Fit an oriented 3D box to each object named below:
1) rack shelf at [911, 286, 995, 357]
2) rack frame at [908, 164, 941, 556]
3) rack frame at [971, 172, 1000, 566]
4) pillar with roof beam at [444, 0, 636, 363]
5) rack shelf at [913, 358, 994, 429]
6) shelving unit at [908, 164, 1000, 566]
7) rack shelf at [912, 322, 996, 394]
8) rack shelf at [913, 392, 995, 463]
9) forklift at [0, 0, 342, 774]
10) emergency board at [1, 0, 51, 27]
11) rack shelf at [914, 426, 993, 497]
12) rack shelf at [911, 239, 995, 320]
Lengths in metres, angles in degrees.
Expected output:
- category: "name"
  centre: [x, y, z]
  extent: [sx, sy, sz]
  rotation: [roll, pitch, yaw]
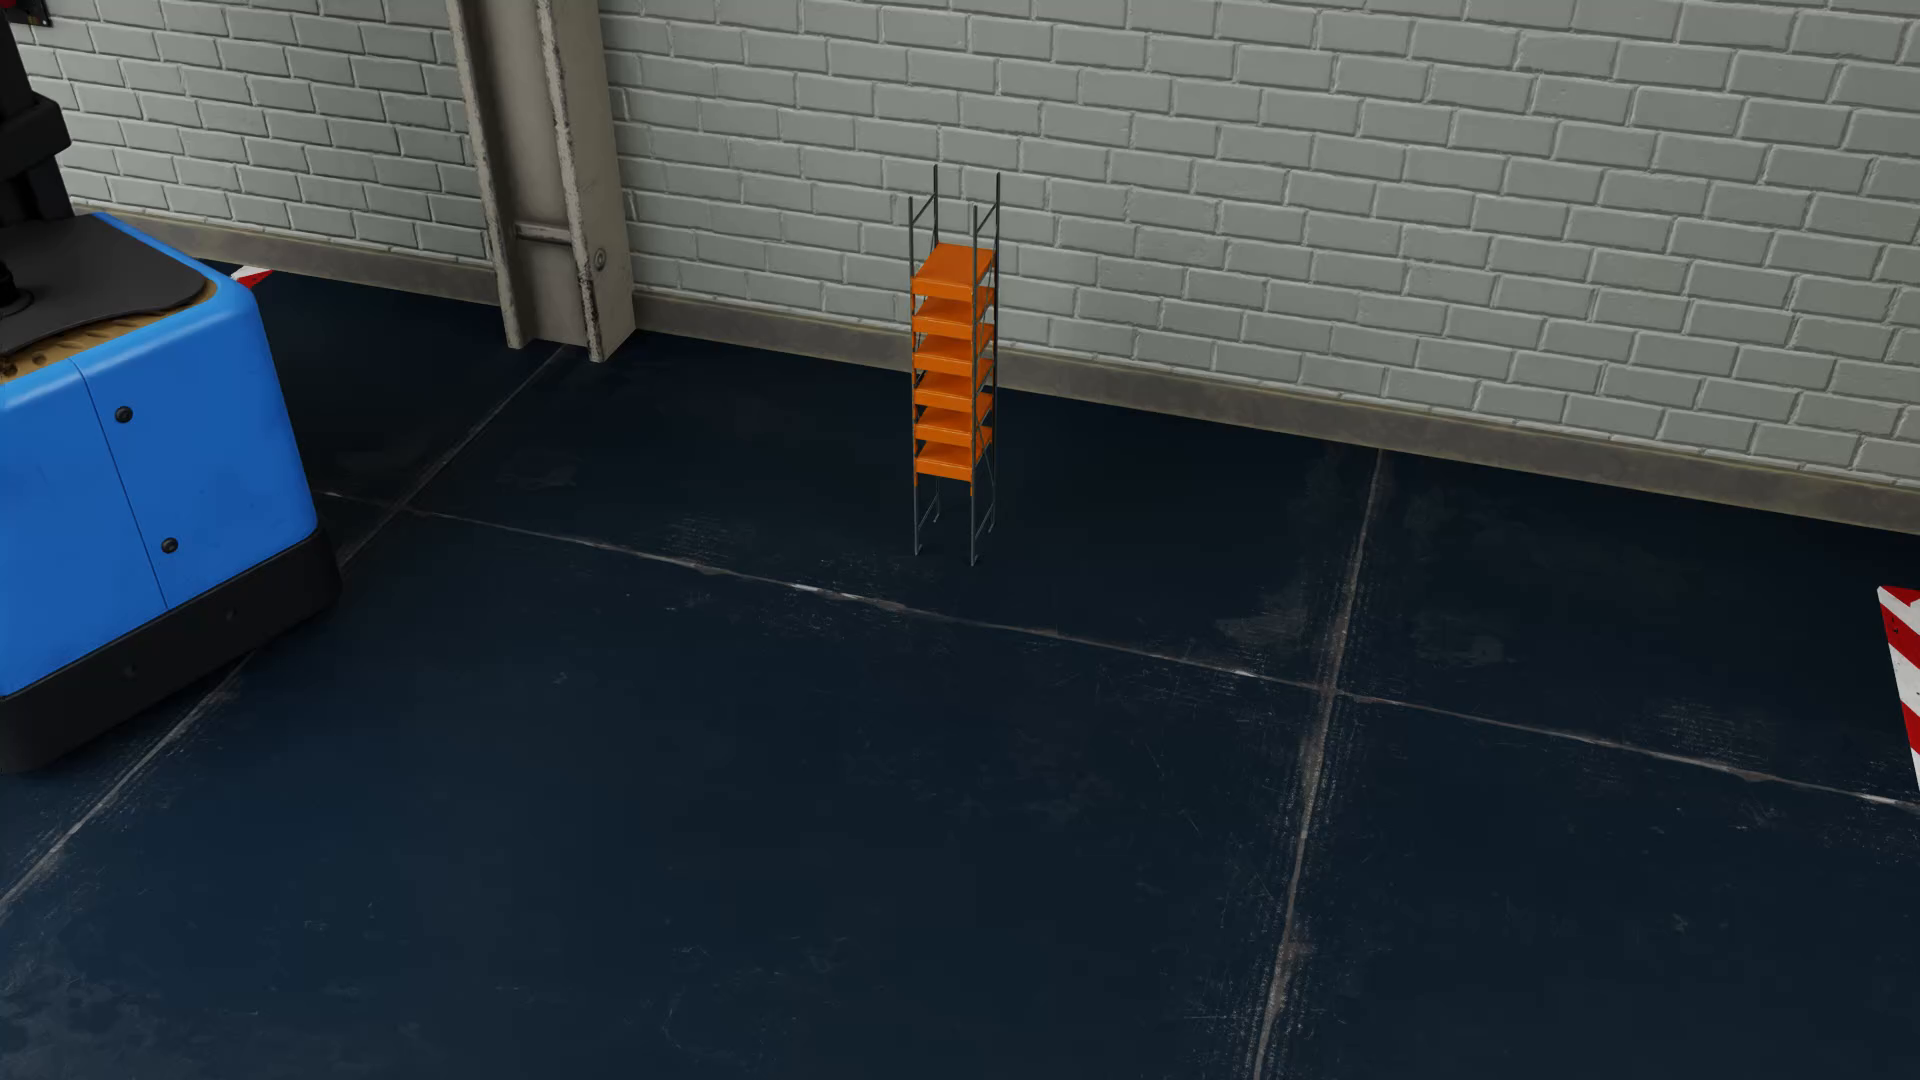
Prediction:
- category: "rack shelf"
  centre: [-0.014, -0.643, 4.782]
  extent: [0.180, 0.103, 0.258]
  rotation: [10, 38, 14]
- category: "rack frame"
  centre: [-0.101, -0.502, 4.920]
  extent: [0.006, 1.200, 0.240]
  rotation: [10, 38, 14]
- category: "rack frame"
  centre: [0.074, -0.470, 4.876]
  extent: [0.006, 1.200, 0.240]
  rotation: [10, 38, 14]
- category: "pillar with roof beam"
  centre: [-2.746, -1.965, 0.328]
  extent: [0.400, 9.000, 9.100]
  rotation: [10, 38, 14]
- category: "rack shelf"
  centre: [-0.014, -0.450, 4.924]
  extent: [0.180, 0.103, 0.258]
  rotation: [10, 38, 14]
- category: "shelving unit"
  centre: [-0.014, -0.486, 4.898]
  extent: [0.189, 1.200, 0.258]
  rotation: [10, 38, 14]
- category: "rack shelf"
  centre: [-0.014, -0.547, 4.853]
  extent: [0.180, 0.103, 0.258]
  rotation: [10, 38, 14]
- category: "rack shelf"
  centre: [-0.014, -0.353, 4.995]
  extent: [0.180, 0.103, 0.258]
  rotation: [10, 38, 14]
- category: "forklift"
  centre: [-3.296, -1.295, 4.537]
  extent: [3.031, 2.935, 1.130]
  rotation: [25, 43, 30]
- category: "emergency board"
  centre: [-3.810, -2.443, 6.038]
  extent: [0.643, 1.169, 0.194]
  rotation: [10, 38, 14]
- category: "rack shelf"
  centre: [-0.014, -0.257, 5.066]
  extent: [0.180, 0.103, 0.258]
  rotation: [10, 38, 14]
- category: "rack shelf"
  centre: [-0.014, -0.740, 4.711]
  extent: [0.180, 0.103, 0.258]
  rotation: [10, 38, 14]
